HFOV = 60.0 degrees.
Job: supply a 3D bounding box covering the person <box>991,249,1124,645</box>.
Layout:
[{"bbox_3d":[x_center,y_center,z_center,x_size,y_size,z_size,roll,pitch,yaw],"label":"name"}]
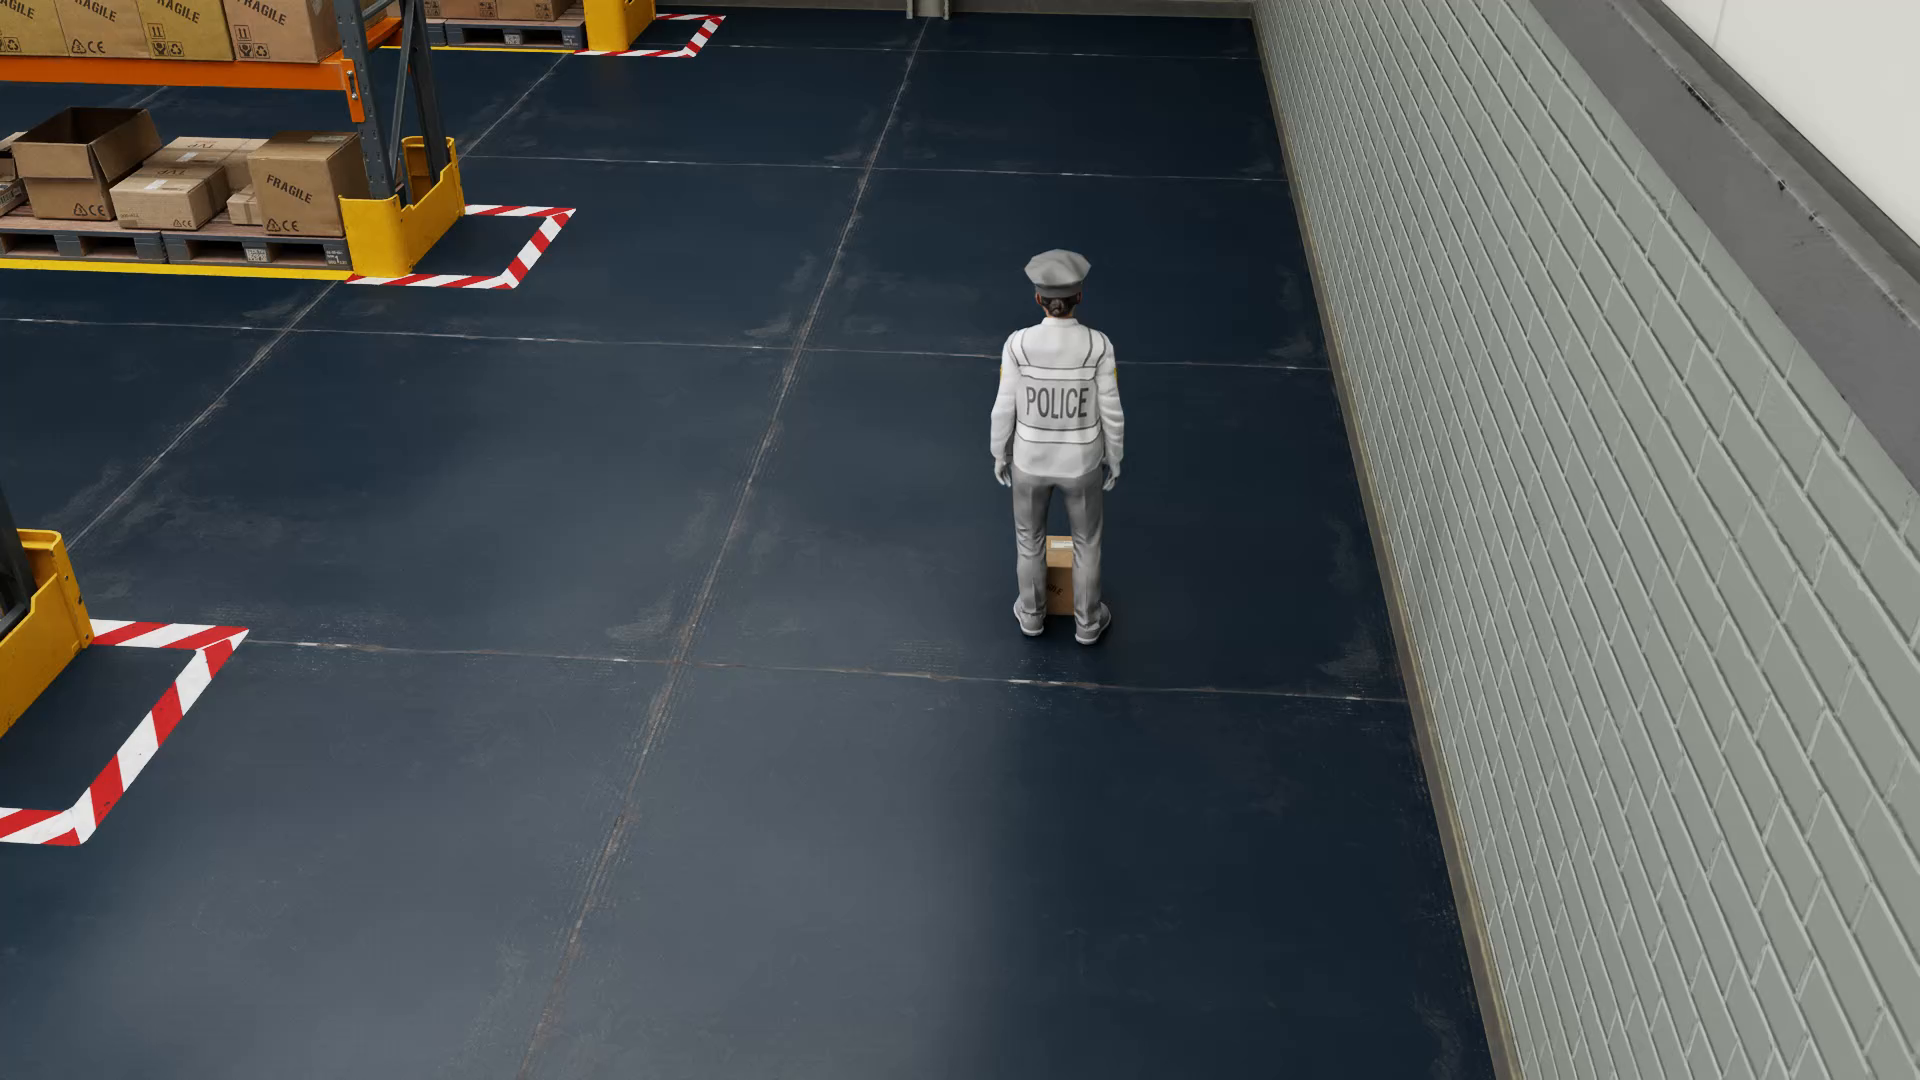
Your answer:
[{"bbox_3d":[0.388,-0.326,6.652,0.527,1.663,0.409,3,32,4],"label":"person"}]
